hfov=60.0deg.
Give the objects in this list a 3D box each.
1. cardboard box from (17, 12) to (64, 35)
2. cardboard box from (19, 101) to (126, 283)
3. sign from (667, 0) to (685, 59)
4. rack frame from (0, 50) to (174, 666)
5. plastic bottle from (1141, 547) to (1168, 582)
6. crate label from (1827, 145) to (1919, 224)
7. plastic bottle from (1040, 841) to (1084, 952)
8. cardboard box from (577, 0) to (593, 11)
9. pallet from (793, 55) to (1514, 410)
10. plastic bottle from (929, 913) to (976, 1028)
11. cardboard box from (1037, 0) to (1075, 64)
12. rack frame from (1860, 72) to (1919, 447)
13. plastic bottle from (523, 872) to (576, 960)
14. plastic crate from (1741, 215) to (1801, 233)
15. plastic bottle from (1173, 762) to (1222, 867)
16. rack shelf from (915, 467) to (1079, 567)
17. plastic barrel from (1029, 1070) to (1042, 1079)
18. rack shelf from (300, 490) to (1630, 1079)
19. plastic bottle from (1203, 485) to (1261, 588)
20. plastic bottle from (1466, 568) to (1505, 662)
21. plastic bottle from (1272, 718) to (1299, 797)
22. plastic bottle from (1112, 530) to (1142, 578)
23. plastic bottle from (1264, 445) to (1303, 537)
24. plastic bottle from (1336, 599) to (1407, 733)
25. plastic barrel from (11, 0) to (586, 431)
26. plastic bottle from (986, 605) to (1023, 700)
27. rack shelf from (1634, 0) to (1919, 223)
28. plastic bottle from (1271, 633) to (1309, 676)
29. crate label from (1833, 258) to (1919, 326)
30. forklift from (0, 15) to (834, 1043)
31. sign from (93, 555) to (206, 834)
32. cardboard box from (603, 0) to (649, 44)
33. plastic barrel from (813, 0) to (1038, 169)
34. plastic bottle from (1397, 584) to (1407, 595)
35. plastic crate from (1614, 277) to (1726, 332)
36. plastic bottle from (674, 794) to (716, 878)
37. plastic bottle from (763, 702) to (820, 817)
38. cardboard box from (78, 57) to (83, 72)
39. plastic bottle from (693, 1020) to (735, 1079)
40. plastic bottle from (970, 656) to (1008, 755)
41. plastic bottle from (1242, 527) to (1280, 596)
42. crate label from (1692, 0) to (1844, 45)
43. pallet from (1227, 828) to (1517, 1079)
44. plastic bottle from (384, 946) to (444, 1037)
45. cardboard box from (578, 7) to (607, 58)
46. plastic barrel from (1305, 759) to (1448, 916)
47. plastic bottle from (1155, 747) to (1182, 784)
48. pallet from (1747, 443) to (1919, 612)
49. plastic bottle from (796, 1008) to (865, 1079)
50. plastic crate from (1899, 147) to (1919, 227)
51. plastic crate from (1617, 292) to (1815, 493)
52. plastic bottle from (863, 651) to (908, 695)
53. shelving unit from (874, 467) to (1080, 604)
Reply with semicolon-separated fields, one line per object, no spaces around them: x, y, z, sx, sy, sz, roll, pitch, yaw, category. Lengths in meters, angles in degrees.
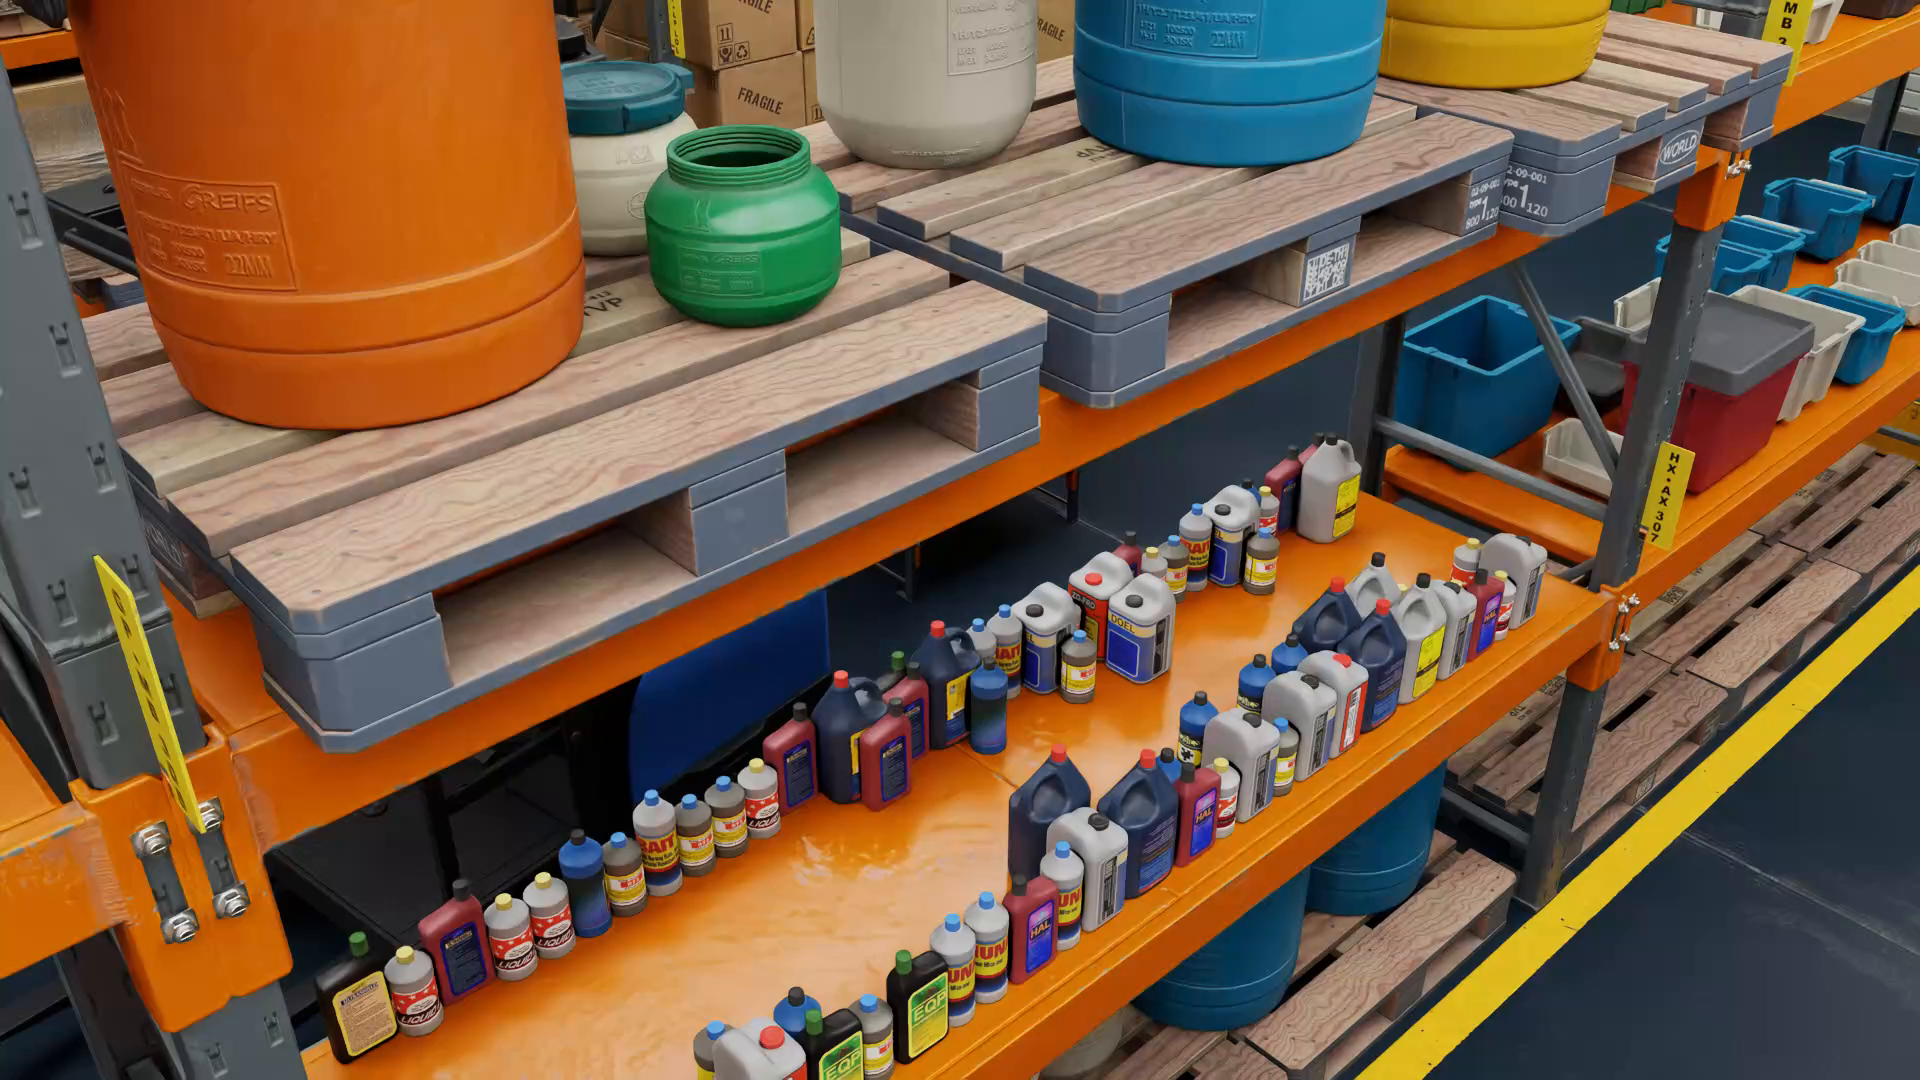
-5.888;-3.331;10.543;0.250;0.149;0.380;-26;40;-35;cardboard box
-3.442;-1.435;6.723;0.500;0.500;0.700;-18;36;-27;cardboard box
-1.314;-2.397;7.685;0.005;0.325;0.100;-26;40;-35;sign
-1.262;-1.359;1.346;0.127;3.000;1.000;-26;40;-35;rack frame
0.558;0.114;4.878;0.097;0.201;0.097;0;31;0;plastic bottle
4.199;-1.630;7.643;0.303;0.233;0.416;-26;40;-35;crate label
0.225;0.785;3.714;0.097;0.271;0.097;0;31;0;plastic bottle
-3.176;-4.382;13.413;0.250;0.149;0.380;-25;40;-35;cardboard box
0.333;-0.699;3.323;1.213;0.211;1.003;-26;40;-35;pallet
-0.015;0.902;3.523;0.097;0.271;0.097;0;31;0;plastic bottle
0.348;-2.953;9.608;0.500;0.500;0.500;-25;40;-35;cardboard box
4.604;-1.637;7.552;0.127;3.000;1.000;-26;40;-35;rack frame
-0.918;0.828;3.710;0.097;0.201;0.097;0;31;0;plastic bottle
3.410;-1.266;7.140;0.298;0.136;0.250;-26;40;-35;plastic crate
0.557;0.633;3.951;0.133;0.283;0.061;-26;40;-35;plastic bottle
0.005;-0.274;7.588;1.000;0.278;0.538;-26;40;-35;rack shelf
-0.087;1.470;4.380;0.708;0.588;0.600;-26;40;-35;plastic barrel
0.204;0.798;4.259;4.000;0.370;1.077;-26;40;-35;rack shelf
0.804;-0.017;5.022;0.135;0.276;0.152;-26;40;-35;plastic bottle
1.463;0.195;4.668;0.133;0.283;0.061;-26;40;-35;plastic bottle
0.799;0.538;4.186;0.097;0.201;0.097;0;31;0;plastic bottle
0.461;0.113;4.801;0.133;0.283;0.061;-26;40;-35;plastic bottle
1.014;-0.154;5.239;0.133;0.283;0.061;-26;40;-35;plastic bottle
1.084;0.320;4.399;0.185;0.351;0.144;-26;40;-35;plastic bottle
-0.844;-0.642;2.235;0.708;0.830;0.600;-26;40;-35;plastic barrel
0.120;0.296;4.513;0.097;0.271;0.097;0;31;0;plastic bottle
3.137;-1.900;5.797;4.000;0.370;1.077;-26;40;-35;rack shelf
0.865;0.367;4.397;0.097;0.271;0.097;0;31;0;plastic bottle
3.719;-0.986;6.683;0.243;0.136;0.396;-26;40;-35;crate label
-1.792;-0.063;5.043;1.130;2.935;3.031;22;38;32;forklift
-0.883;0.173;1.816;0.005;0.325;0.100;-26;40;-35;sign
-1.500;-2.862;8.501;0.500;0.500;0.500;-26;40;-35;cardboard box
-0.065;-1.003;3.106;0.433;0.535;0.433;0;31;0;plastic barrel
1.235;0.218;4.708;0.097;0.201;0.097;0;31;0;plastic bottle
2.743;-0.864;6.483;0.466;0.136;0.293;-26;40;-35;plastic crate
-0.633;0.690;3.936;0.097;0.201;0.097;0;31;0;plastic bottle
-0.418;0.538;4.106;0.133;0.283;0.061;-26;40;-35;plastic bottle
-5.453;-2.990;11.422;0.750;0.750;0.750;-25;40;-35;cardboard box
-0.484;1.050;3.348;0.097;0.201;0.097;0;31;0;plastic bottle
0.075;0.421;4.310;0.097;0.271;0.097;0;31;0;plastic bottle
0.903;0.056;4.974;0.097;0.201;0.097;0;31;0;plastic bottle
2.226;-1.448;4.621;0.466;0.136;0.293;-26;40;-35;crate label
1.077;1.229;5.538;1.213;0.211;1.003;-26;40;-35;pallet
-1.159;0.945;3.520;0.097;0.201;0.097;0;31;0;plastic bottle
-2.944;-4.076;13.533;0.500;0.500;0.700;-26;40;-36;cardboard box
1.260;0.684;5.365;0.708;0.901;0.600;-26;40;-35;plastic barrel
0.490;0.614;3.994;0.097;0.271;0.097;0;31;0;plastic bottle
3.973;-0.170;7.825;1.213;0.211;1.003;-26;40;-35;pallet
-0.257;1.026;3.308;0.133;0.283;0.061;-26;40;-35;plastic bottle
4.485;-1.488;7.216;0.499;0.435;0.616;-26;40;-35;plastic crate
2.496;-0.492;5.560;0.583;0.464;0.402;-26;40;-35;plastic crate
-0.184;0.425;4.291;0.133;0.283;0.061;-26;40;-35;plastic bottle
0.005;-0.482;7.460;1.048;1.125;0.538;-26;40;-35;shelving unit
